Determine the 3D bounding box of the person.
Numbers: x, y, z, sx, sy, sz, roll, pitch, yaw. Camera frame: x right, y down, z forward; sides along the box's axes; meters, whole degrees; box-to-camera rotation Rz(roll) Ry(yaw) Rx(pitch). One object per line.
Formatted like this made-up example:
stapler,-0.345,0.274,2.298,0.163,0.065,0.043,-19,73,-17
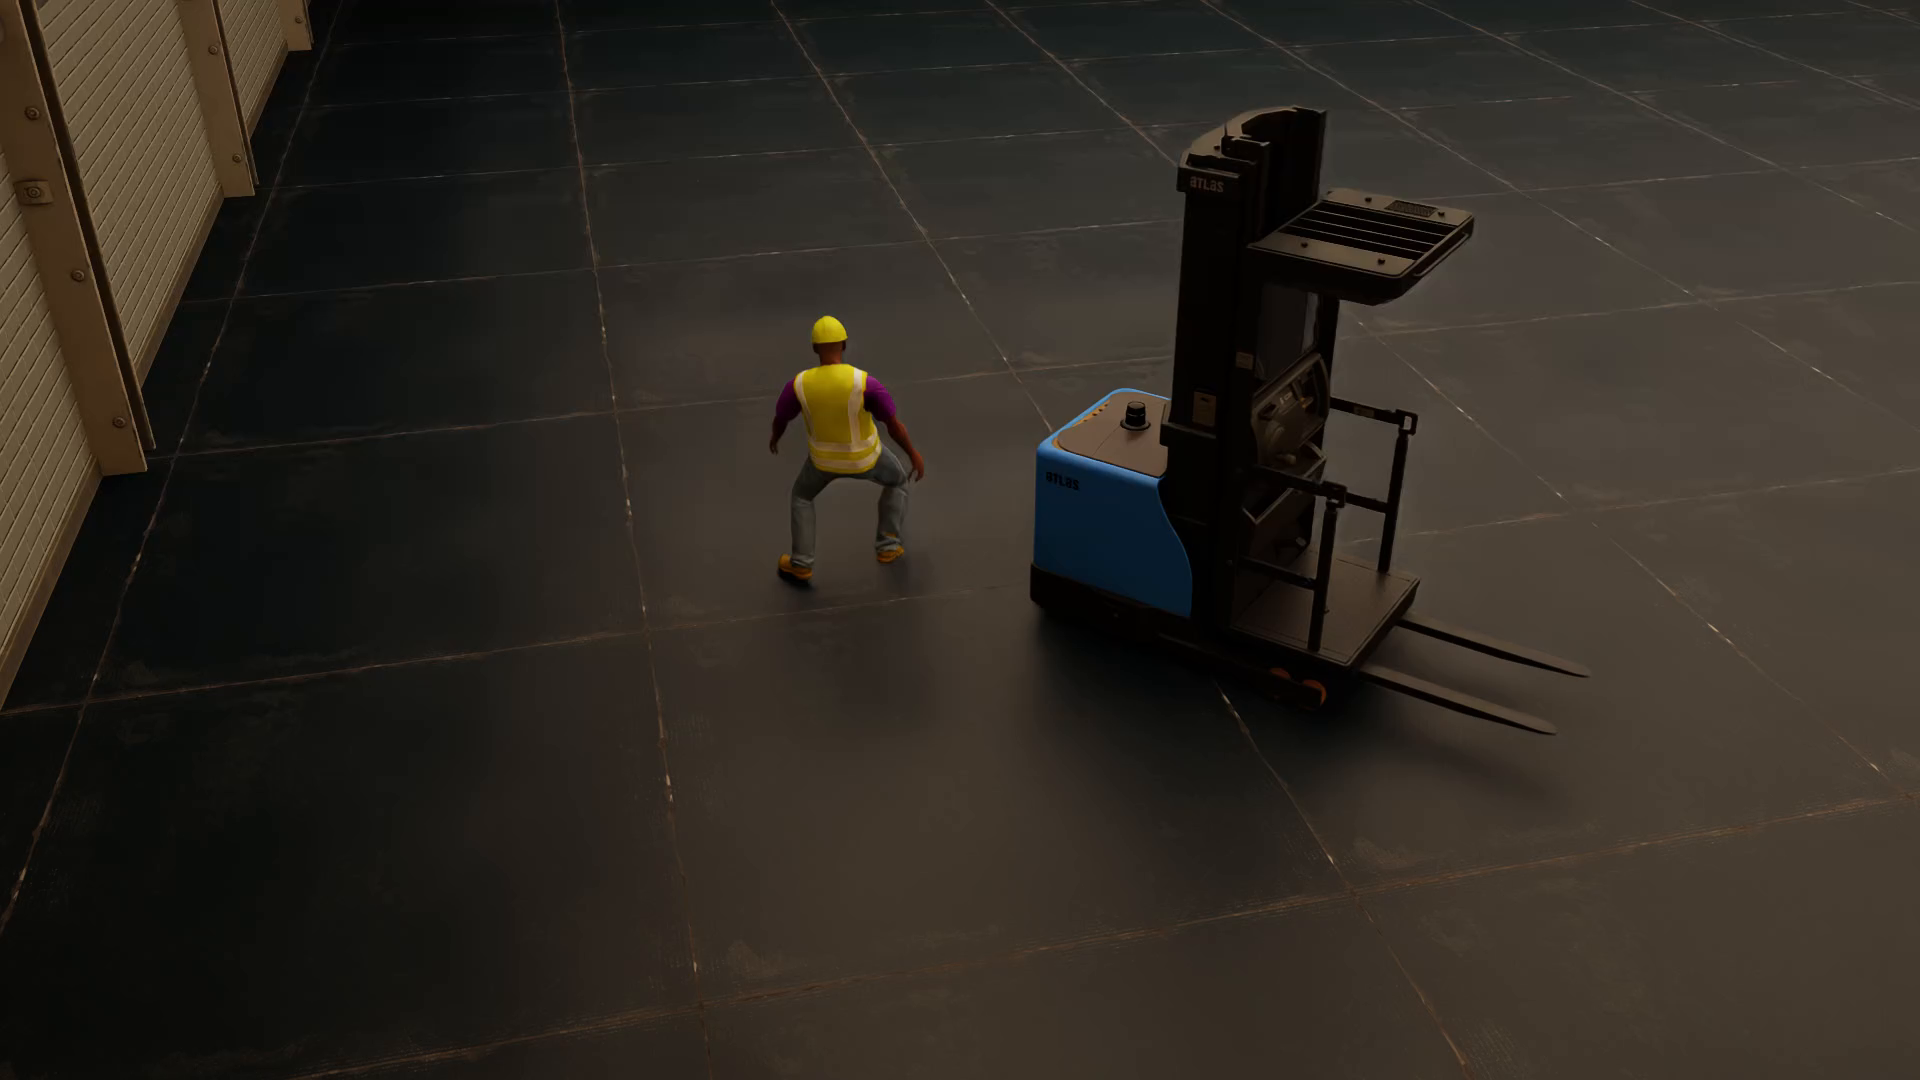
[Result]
person,-0.688,-0.570,9.815,0.987,1.617,0.599,7,31,11

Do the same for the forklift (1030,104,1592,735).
forklift,1.921,-0.657,8.710,3.031,2.935,1.130,19,35,29
